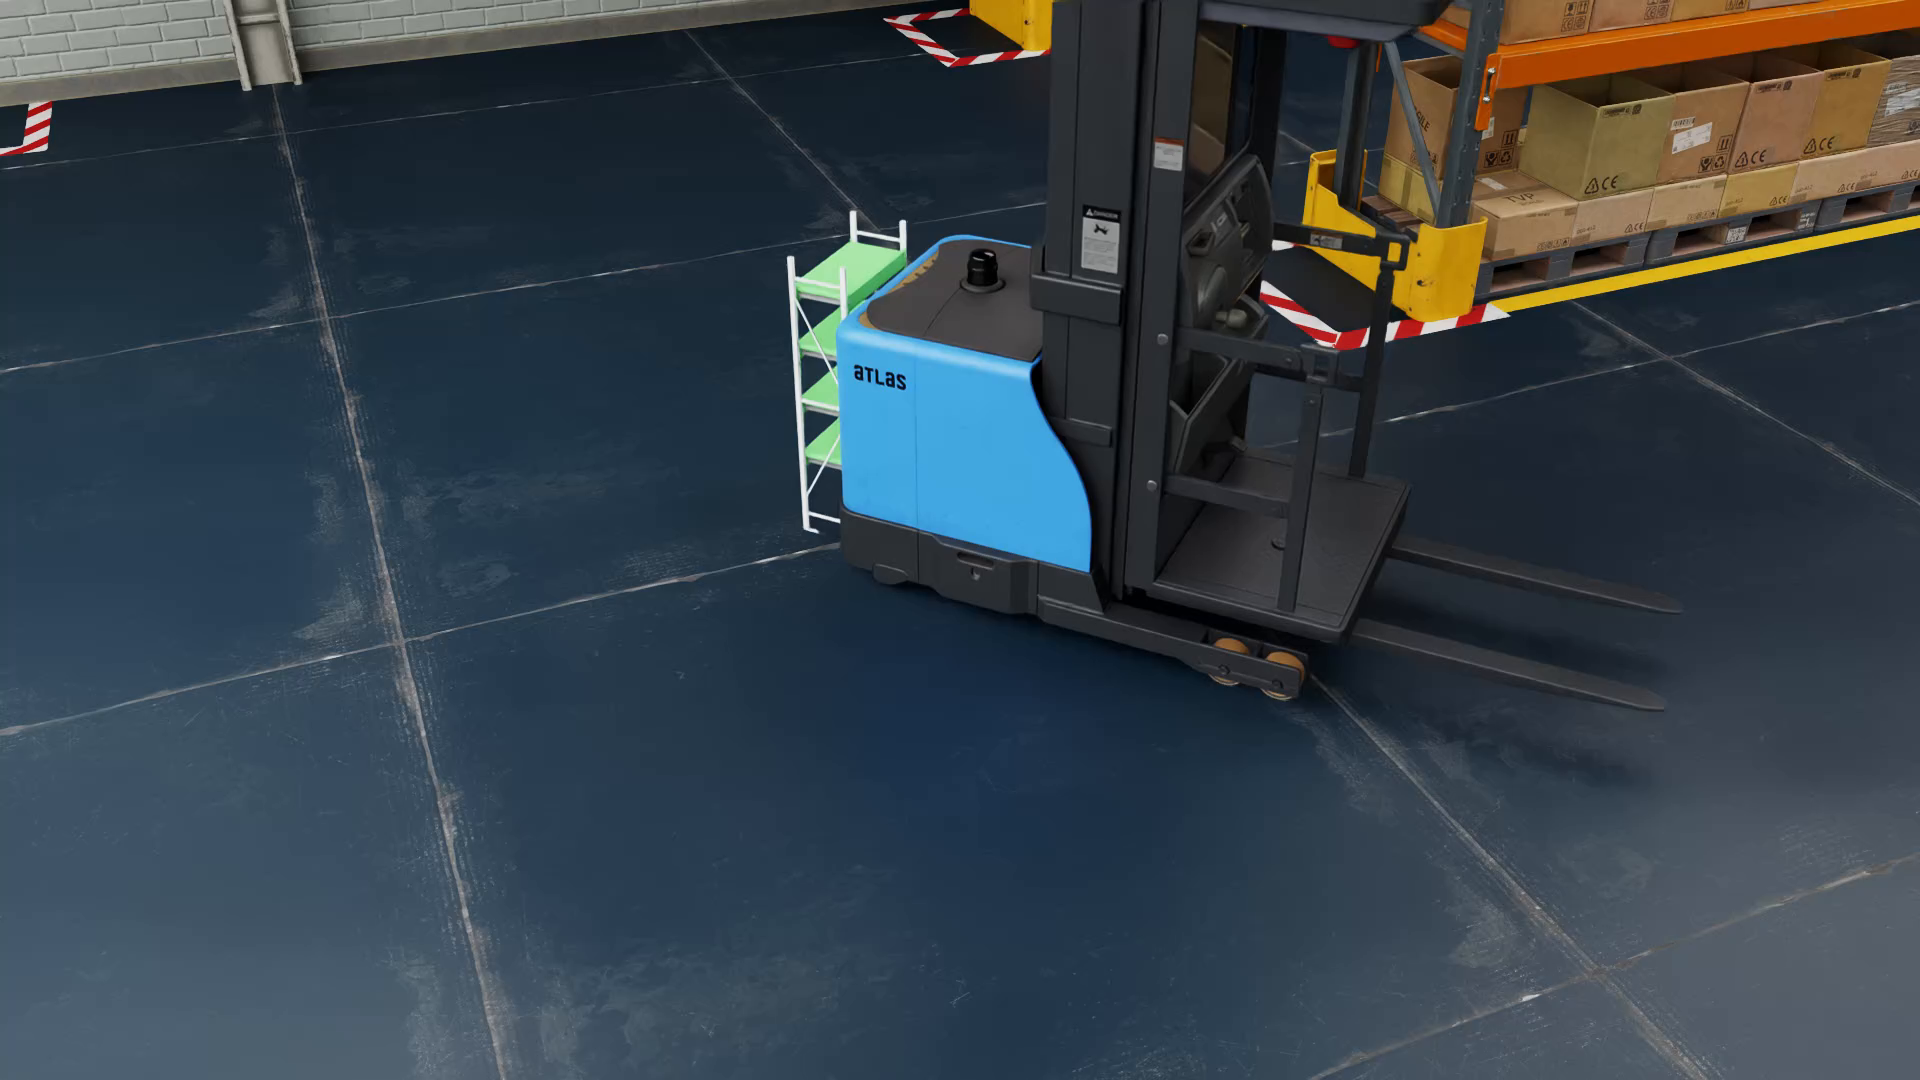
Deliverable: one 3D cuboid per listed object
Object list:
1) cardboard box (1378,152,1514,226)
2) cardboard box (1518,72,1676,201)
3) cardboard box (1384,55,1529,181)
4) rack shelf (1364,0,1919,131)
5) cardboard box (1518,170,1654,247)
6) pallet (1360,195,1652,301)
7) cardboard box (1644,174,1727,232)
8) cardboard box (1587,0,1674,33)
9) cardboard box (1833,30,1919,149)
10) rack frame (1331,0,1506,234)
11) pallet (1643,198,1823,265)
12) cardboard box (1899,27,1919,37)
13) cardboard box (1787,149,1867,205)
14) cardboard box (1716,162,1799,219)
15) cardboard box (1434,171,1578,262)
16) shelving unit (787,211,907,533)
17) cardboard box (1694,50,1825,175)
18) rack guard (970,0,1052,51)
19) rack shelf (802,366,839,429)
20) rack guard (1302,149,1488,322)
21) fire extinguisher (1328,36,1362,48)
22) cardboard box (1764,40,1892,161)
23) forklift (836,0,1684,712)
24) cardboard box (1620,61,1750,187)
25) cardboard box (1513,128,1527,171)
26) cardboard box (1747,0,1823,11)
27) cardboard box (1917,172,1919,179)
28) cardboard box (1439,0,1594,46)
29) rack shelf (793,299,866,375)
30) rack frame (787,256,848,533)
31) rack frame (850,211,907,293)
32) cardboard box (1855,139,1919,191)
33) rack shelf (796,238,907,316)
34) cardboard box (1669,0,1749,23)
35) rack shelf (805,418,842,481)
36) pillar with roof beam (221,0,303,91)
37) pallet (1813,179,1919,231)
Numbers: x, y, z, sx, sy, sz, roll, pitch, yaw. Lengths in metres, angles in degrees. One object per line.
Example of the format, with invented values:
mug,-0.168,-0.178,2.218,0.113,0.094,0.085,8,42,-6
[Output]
cardboard box,2.671,-1.973,9.168,0.500,0.250,0.500,-13,35,-19
cardboard box,3.332,-2.133,8.727,0.500,0.500,0.500,-13,35,-19
cardboard box,2.670,-2.288,8.965,0.500,0.500,0.500,-13,35,-19
rack shelf,4.135,-2.808,8.975,4.000,0.370,1.077,-13,35,-19
cardboard box,3.331,-1.820,8.933,0.500,0.250,0.500,-13,35,-19
pallet,2.980,-1.701,9.171,1.213,0.211,1.003,-13,35,-19
cardboard box,3.792,-1.925,9.095,0.500,0.250,0.500,-13,35,-19
cardboard box,3.209,-2.935,8.419,0.500,0.500,0.700,-12,35,-18
cardboard box,5.171,-2.562,9.386,0.500,0.500,0.500,-13,35,-19
rack frame,2.291,-2.688,8.130,0.127,3.000,1.000,-13,35,-19
pallet,4.103,-1.957,9.564,1.213,0.211,1.003,-13,35,-19
cardboard box,5.430,-2.929,9.950,0.500,0.500,0.500,-13,35,-19
cardboard box,4.716,-2.134,9.416,0.500,0.250,0.500,-13,35,-19
cardboard box,4.255,-2.028,9.253,0.500,0.250,0.500,-13,35,-19
cardboard box,2.872,-1.712,8.768,0.500,0.250,0.500,-13,35,-19
shelving unit,-0.424,-0.641,6.635,0.258,1.200,0.503,14,36,21
cardboard box,4.256,-2.342,9.048,0.500,0.500,0.500,-13,35,-19
rack guard,0.440,-4.146,12.664,0.348,0.500,1.175,-13,35,-19
rack shelf,-0.424,-0.587,6.669,0.258,0.148,0.480,14,36,21
rack guard,2.269,-1.635,8.804,0.348,0.500,1.175,-13,35,-19
fire extinguisher,2.002,-2.864,8.472,0.183,0.674,0.296,-13,35,-19
cardboard box,4.711,-2.455,9.221,0.500,0.500,0.500,-13,35,-19
forklift,1.093,-0.995,5.592,3.031,2.935,1.130,14,36,21
cardboard box,3.788,-2.245,8.899,0.500,0.500,0.500,-13,35,-19
cardboard box,3.127,-2.084,9.339,0.500,0.250,0.500,-13,35,-19
cardboard box,4.153,-3.150,8.749,0.500,0.500,0.700,-12,35,-18
cardboard box,5.636,-2.348,9.744,0.500,0.250,0.500,-13,35,-19
cardboard box,2.726,-2.822,8.244,0.500,0.500,0.700,-13,35,-19
rack shelf,-0.424,-0.788,6.539,0.258,0.148,0.480,14,36,21
rack frame,-0.528,-0.520,6.450,0.240,1.200,0.015,14,36,21
rack frame,-0.321,-0.761,6.820,0.240,1.200,0.015,14,36,21
cardboard box,5.171,-2.247,9.589,0.500,0.250,0.500,-13,35,-19
rack shelf,-0.424,-0.990,6.408,0.258,0.148,0.480,14,36,21
cardboard box,3.669,-3.037,8.575,0.500,0.500,0.700,-13,35,-19
rack shelf,-0.424,-0.386,6.800,0.258,0.148,0.480,14,36,21
pillar with roof beam,-3.185,-4.844,5.943,0.400,9.000,9.100,-13,35,-19
pallet,5.230,-2.216,9.963,1.213,0.211,1.003,-13,35,-19
